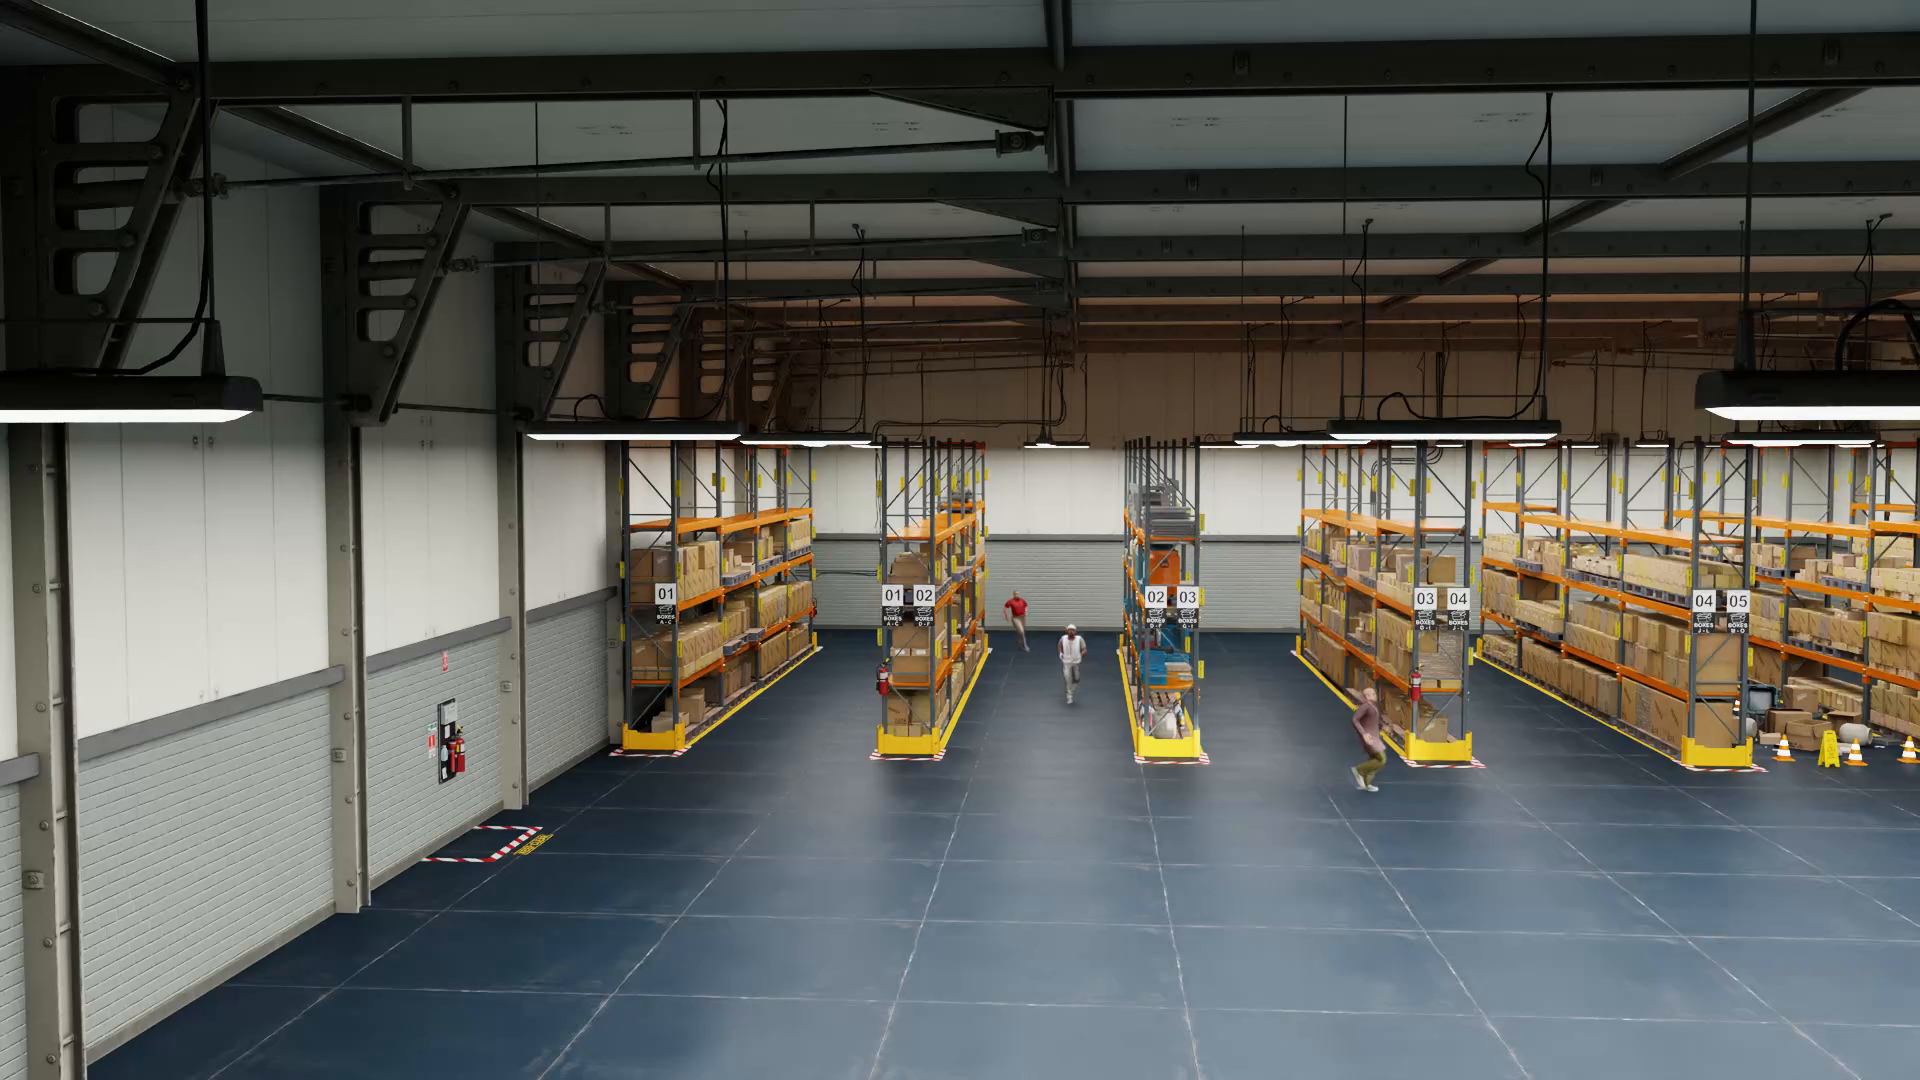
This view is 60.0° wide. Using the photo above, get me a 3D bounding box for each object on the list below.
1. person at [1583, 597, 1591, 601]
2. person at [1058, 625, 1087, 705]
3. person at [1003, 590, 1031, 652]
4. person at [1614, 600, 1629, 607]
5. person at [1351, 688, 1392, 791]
[{"bbox_3d":[16.840,2.421,44.694,0.705,1.765,0.961,0,3,-2],"label":"person"},{"bbox_3d":[2.577,2.817,38.098,0.650,1.775,1.139,0,3,0],"label":"person"},{"bbox_3d":[1.675,2.308,47.693,0.721,1.731,0.868,-2,4,-30],"label":"person"},{"bbox_3d":[18.944,2.326,47.421,0.783,1.841,0.730,1,3,18],"label":"person"},{"bbox_3d":[6.939,3.352,27.955,0.625,1.728,0.701,2,3,29],"label":"person"}]
